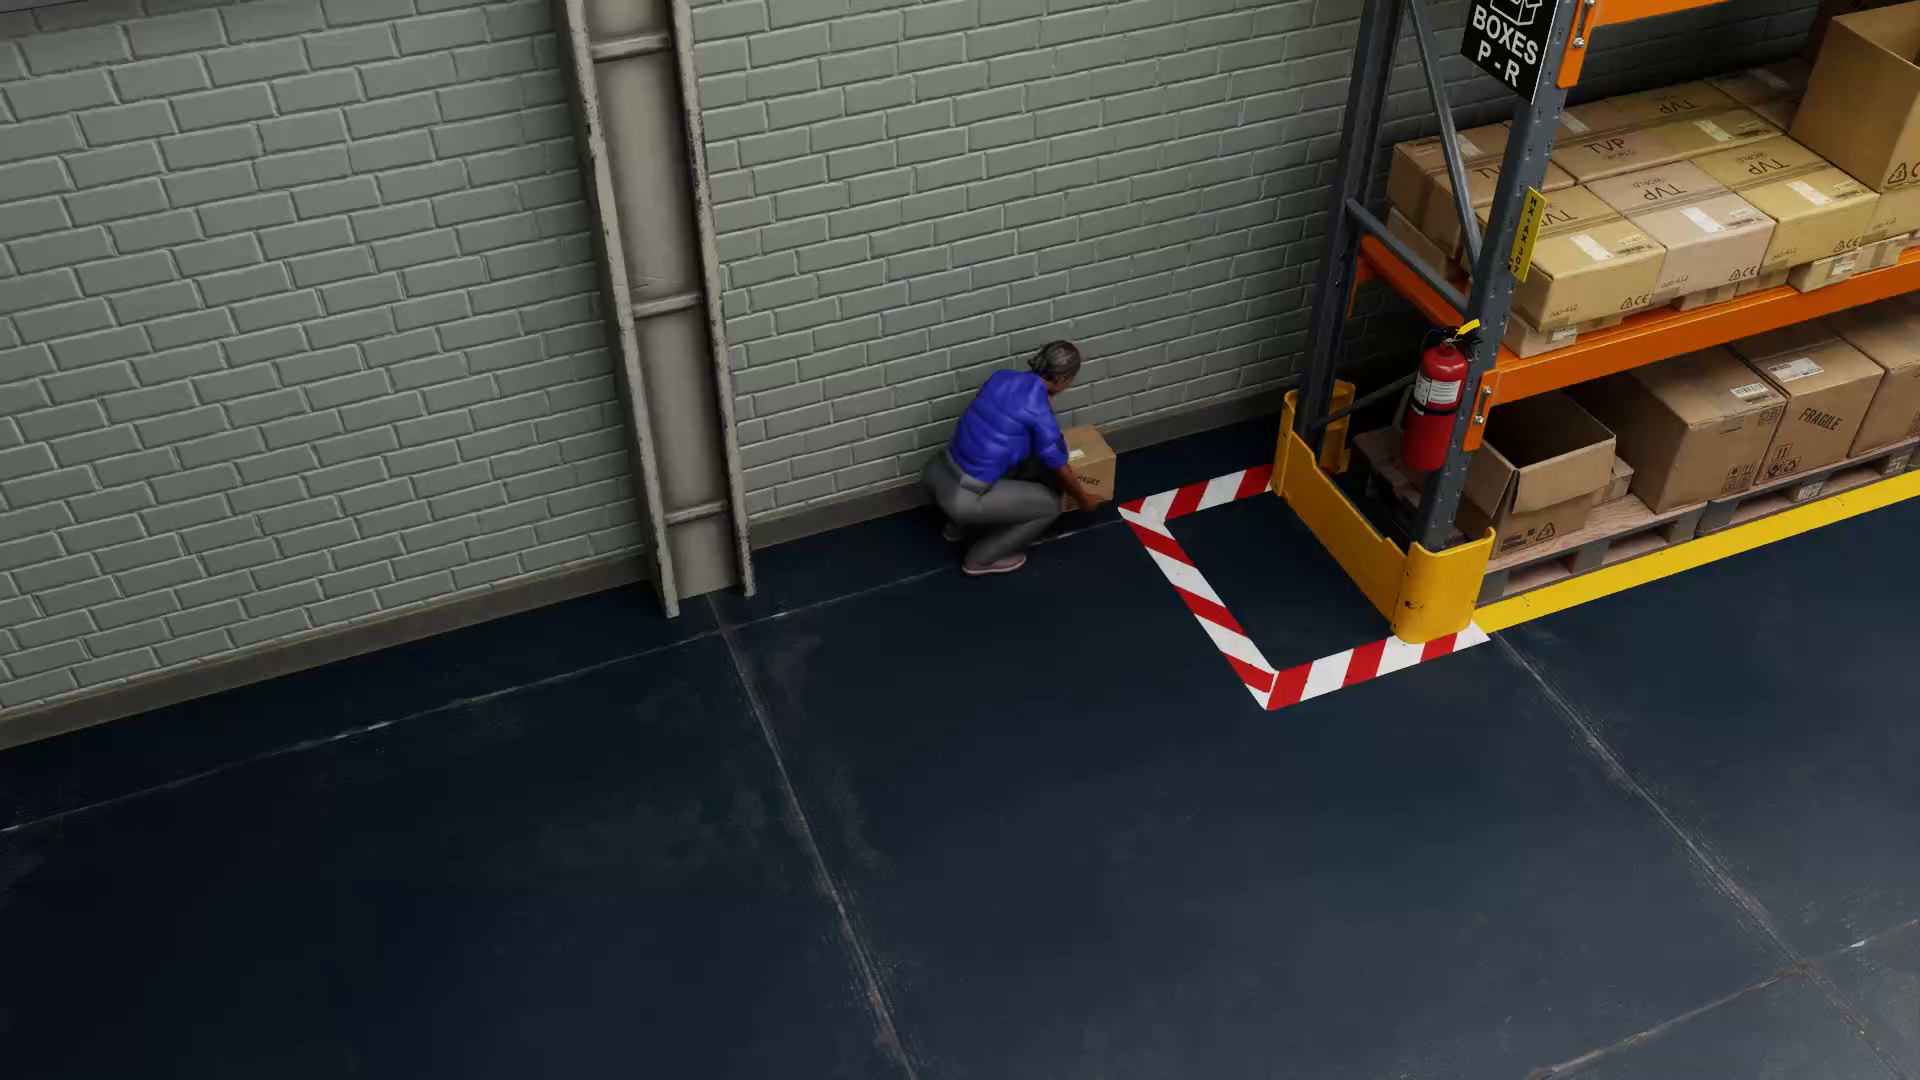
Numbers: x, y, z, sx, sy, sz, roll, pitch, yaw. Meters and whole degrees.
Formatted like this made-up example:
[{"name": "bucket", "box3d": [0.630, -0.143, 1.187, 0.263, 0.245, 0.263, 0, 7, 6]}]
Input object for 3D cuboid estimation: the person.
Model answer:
[{"name": "person", "box3d": [0.222, -0.352, 7.086, 0.790, 0.965, 0.463, -17, 45, -18]}]
